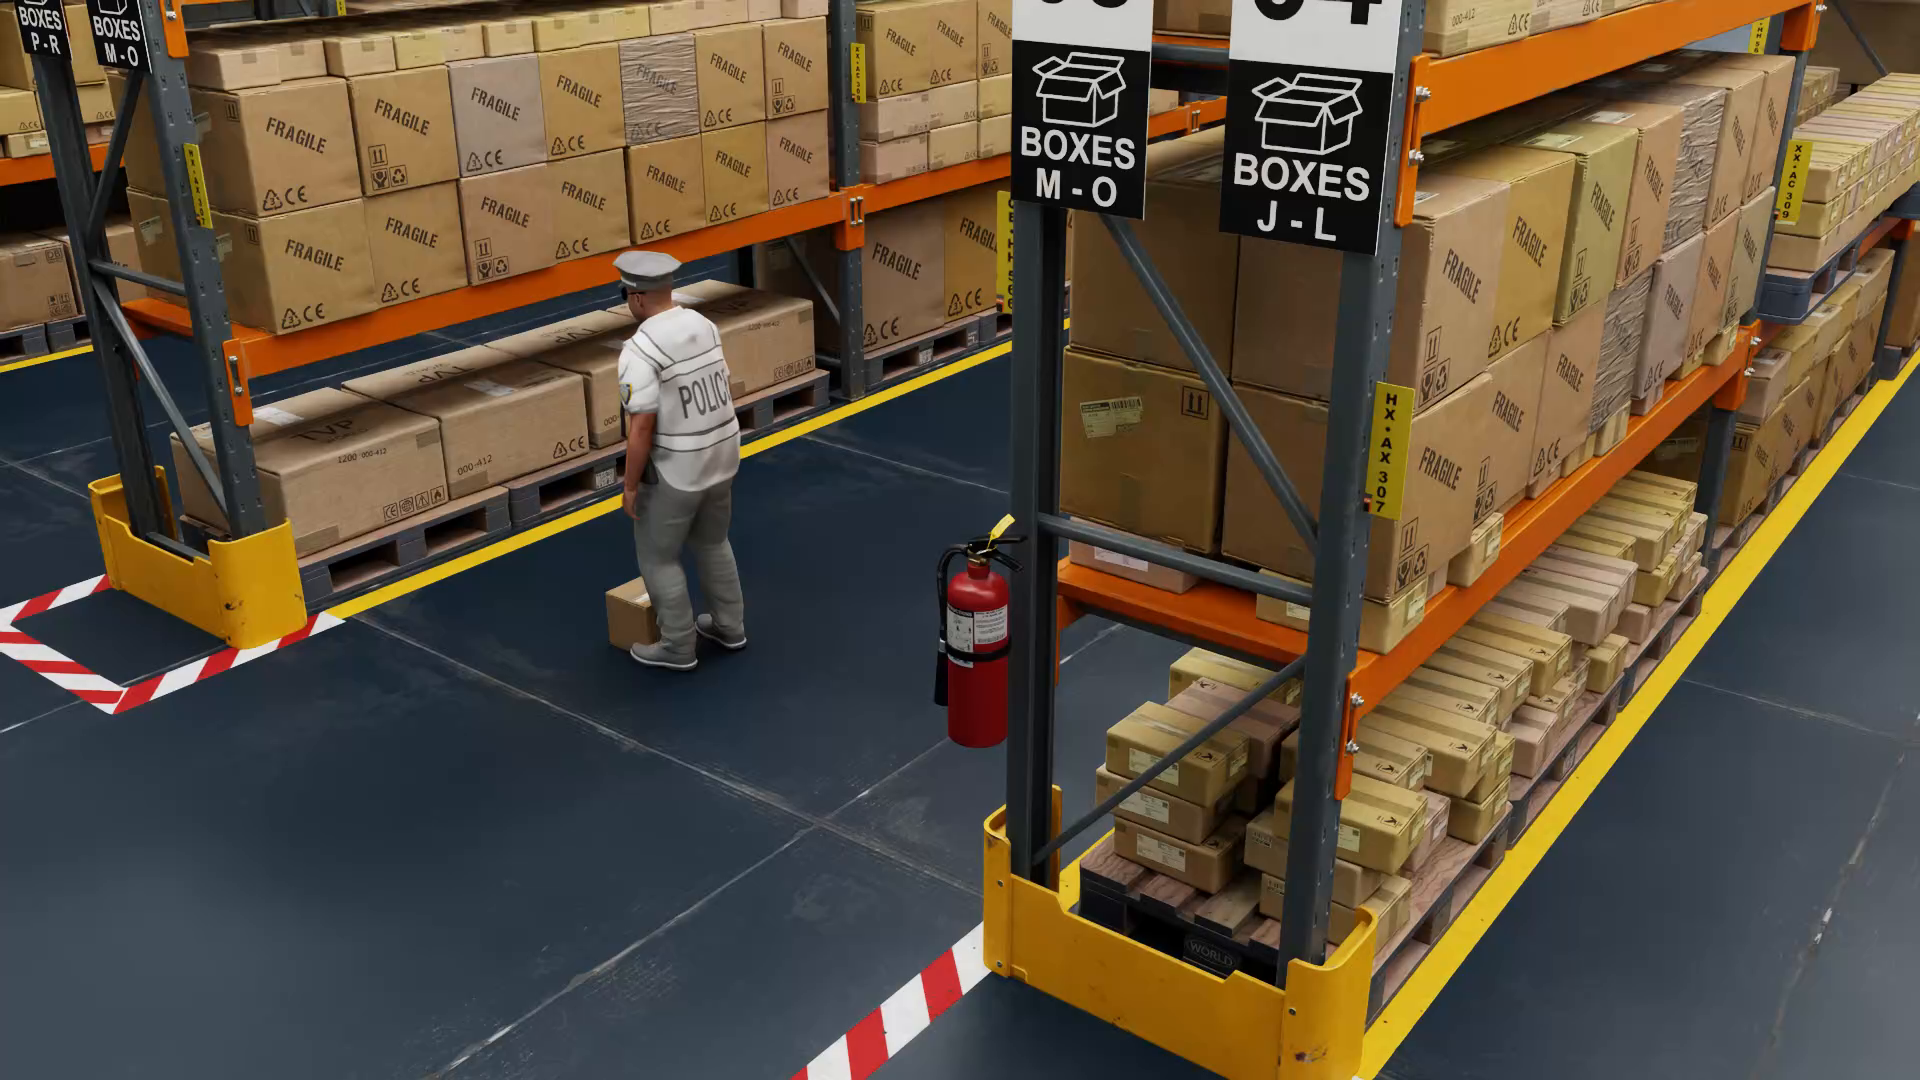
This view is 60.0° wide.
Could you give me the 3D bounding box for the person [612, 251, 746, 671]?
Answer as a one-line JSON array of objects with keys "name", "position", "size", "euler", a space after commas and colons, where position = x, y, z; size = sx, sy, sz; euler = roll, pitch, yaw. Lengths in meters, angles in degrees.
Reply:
[{"name": "person", "position": [-1.148, -0.299, 6.779], "size": [0.476, 1.749, 0.606], "euler": [15, 27, 30]}]
